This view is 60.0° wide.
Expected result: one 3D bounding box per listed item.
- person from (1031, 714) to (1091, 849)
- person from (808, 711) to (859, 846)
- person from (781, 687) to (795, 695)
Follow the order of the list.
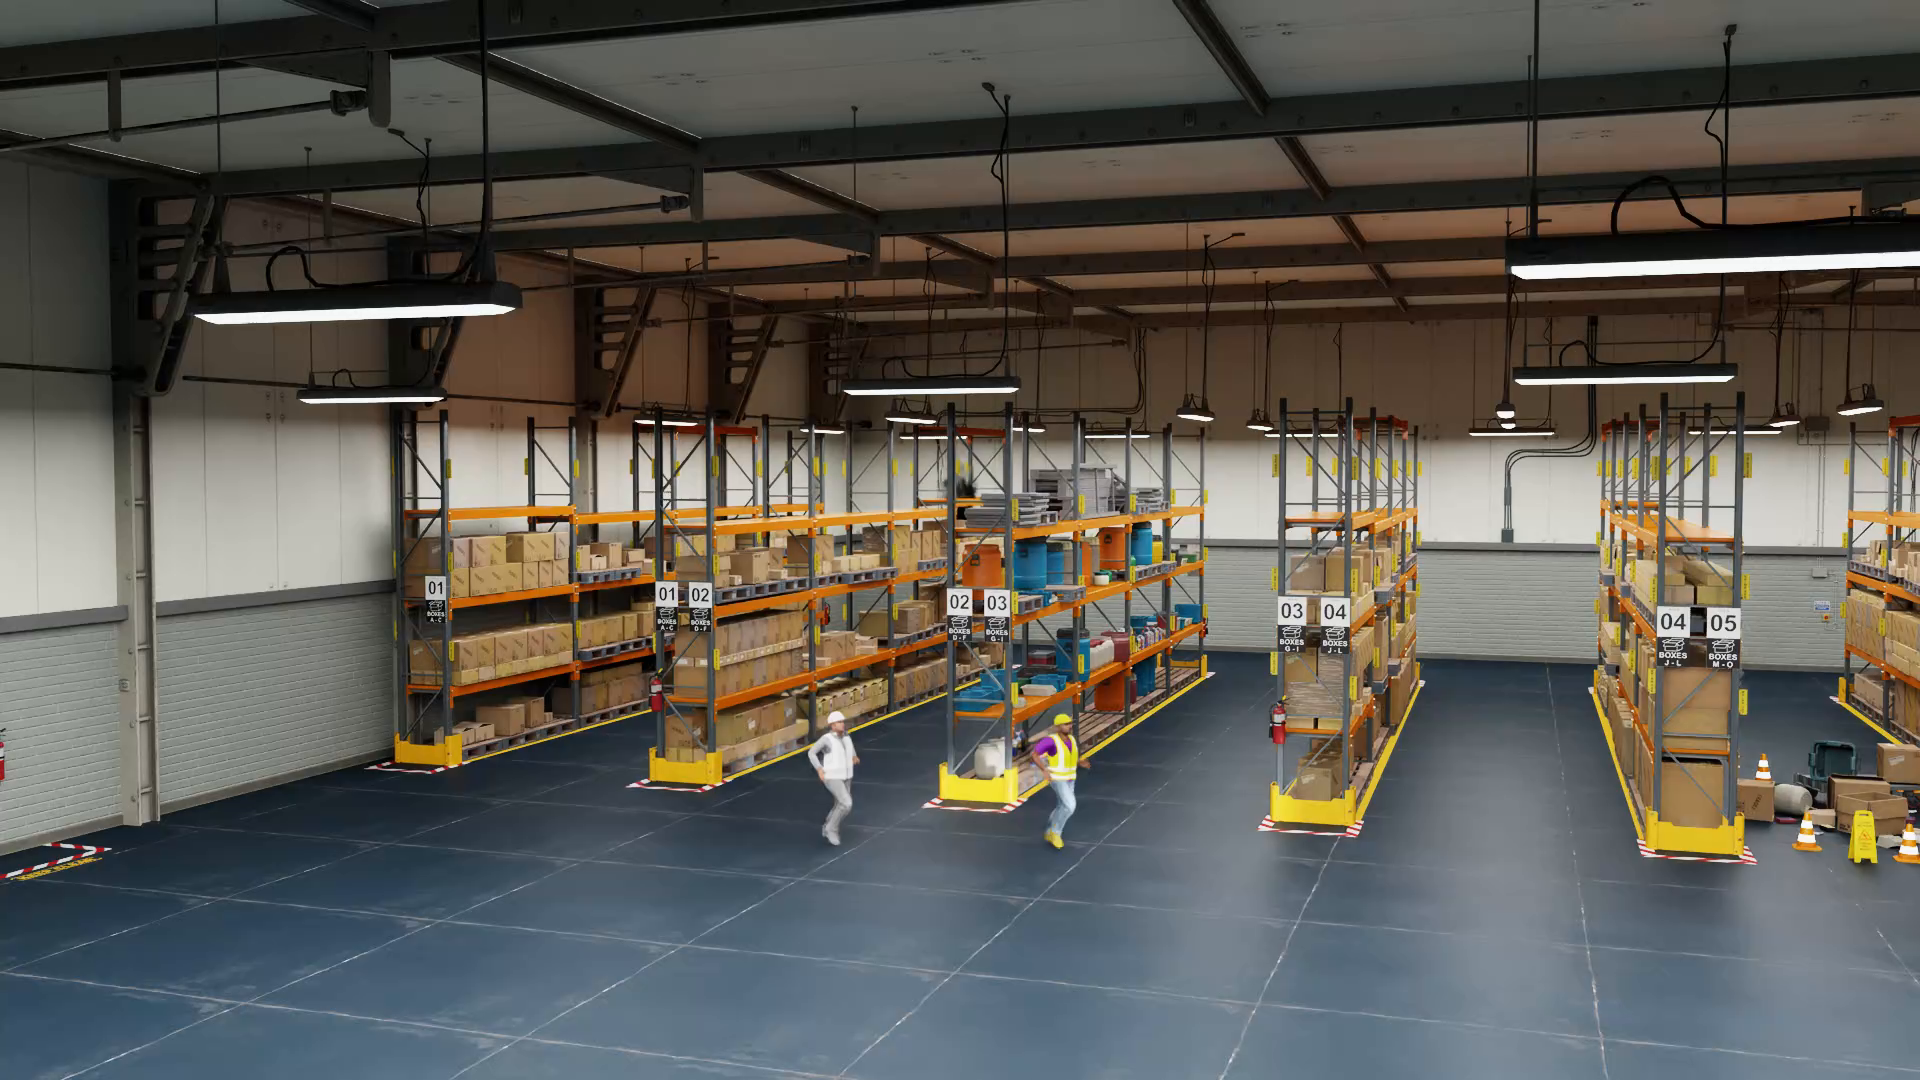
[{"bbox_3d":[1.367,3.185,21.978,0.700,1.773,0.673,2,3,43],"label":"person"},{"bbox_3d":[-1.611,3.169,22.112,0.693,1.771,0.629,2,3,38],"label":"person"},{"bbox_3d":[-3.777,2.607,36.323,0.542,1.729,0.716,0,2,4],"label":"person"}]
